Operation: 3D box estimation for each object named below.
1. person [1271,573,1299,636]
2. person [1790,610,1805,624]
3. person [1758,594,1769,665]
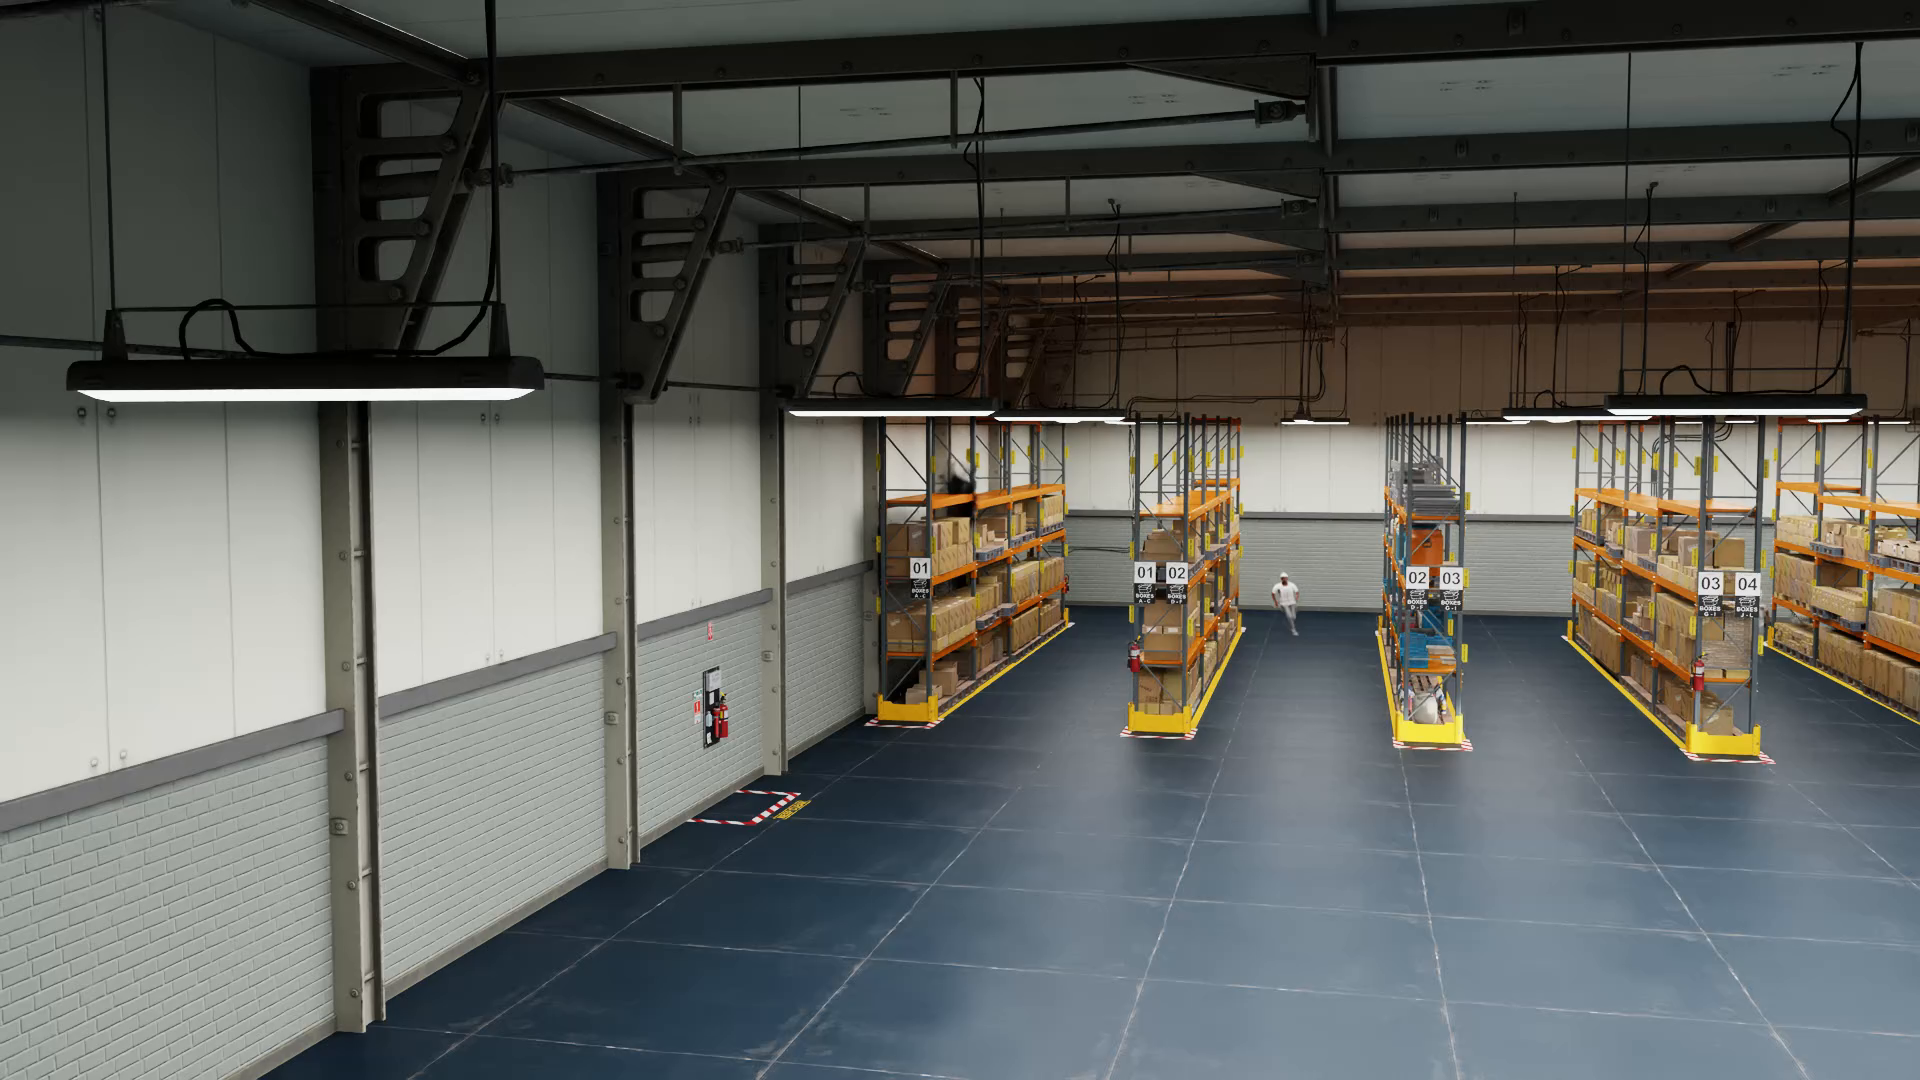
[{"bbox_3d":[8.996,1.767,45.803,0.762,1.717,0.865,0,4,-4],"label":"person"},{"bbox_3d":[22.597,1.830,44.706,0.632,1.730,0.689,0,4,4],"label":"person"},{"bbox_3d":[19.404,2.141,40.545,0.586,1.747,0.892,1,4,16],"label":"person"}]
